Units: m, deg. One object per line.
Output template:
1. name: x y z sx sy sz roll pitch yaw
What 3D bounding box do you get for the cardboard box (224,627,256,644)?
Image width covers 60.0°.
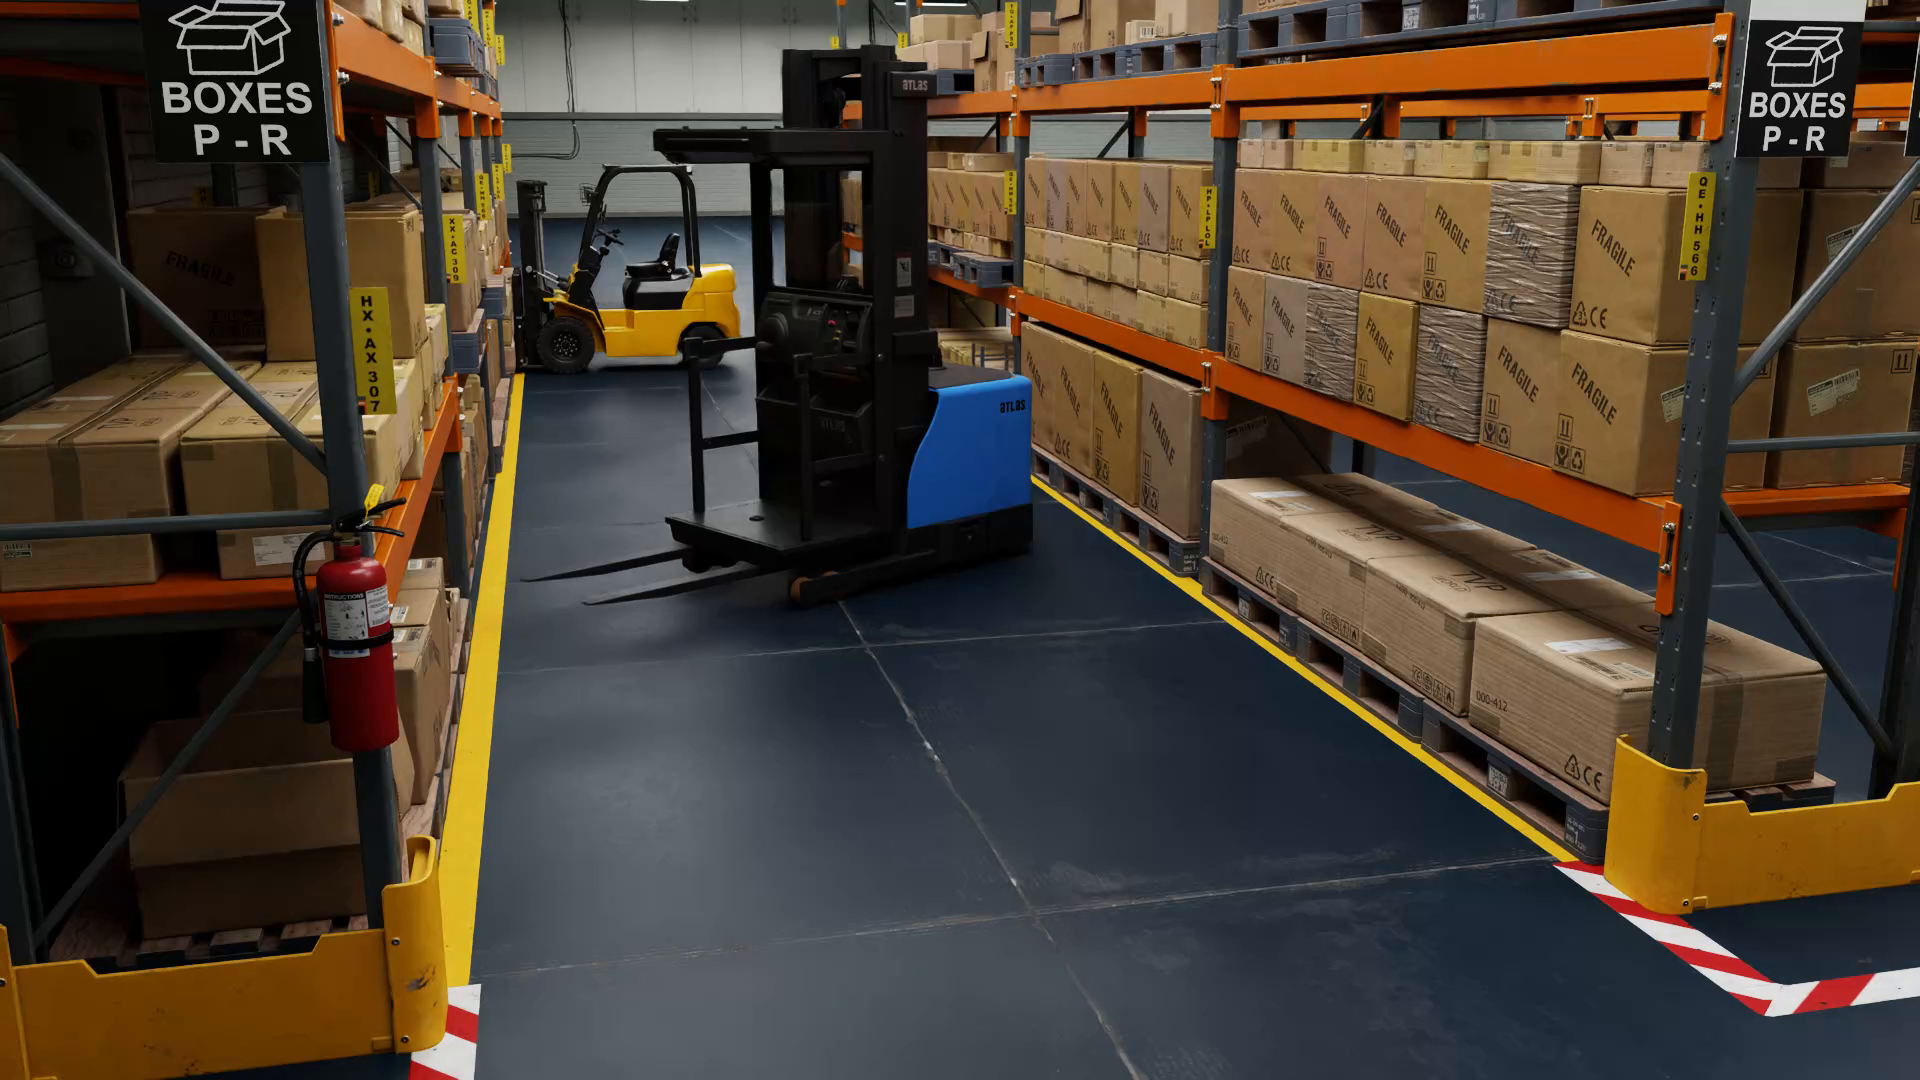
1. cardboard box: -3.046 0.314 7.601 0.500 0.311 0.500 -3 14 -11

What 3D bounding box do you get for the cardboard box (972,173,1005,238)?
1. cardboard box: 0.404 -2.759 13.677 0.500 0.500 0.500 -4 14 -14

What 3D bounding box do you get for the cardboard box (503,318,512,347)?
1. cardboard box: -4.664 -2.039 16.308 0.500 0.250 0.500 -3 14 -13

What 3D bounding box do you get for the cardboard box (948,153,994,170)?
1. cardboard box: 0.095 -3.416 14.998 0.380 0.149 0.250 -2 14 -10

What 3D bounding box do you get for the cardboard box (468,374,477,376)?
1. cardboard box: -3.549 -1.081 11.548 0.380 0.149 0.250 -4 14 -16

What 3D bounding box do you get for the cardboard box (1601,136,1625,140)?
1. cardboard box: 8.642 -4.973 21.516 0.500 0.500 0.500 -3 14 -13

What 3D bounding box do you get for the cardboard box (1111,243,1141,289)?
1. cardboard box: 1.260 -1.723 10.423 0.500 0.250 0.500 -3 14 -12

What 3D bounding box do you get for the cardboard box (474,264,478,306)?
1. cardboard box: -2.925 -1.434 9.375 0.396 0.266 0.258 -3 14 -10

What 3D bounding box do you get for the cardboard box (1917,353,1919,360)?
1. cardboard box: 6.596 -1.192 11.788 0.500 0.250 0.500 -3 14 -12

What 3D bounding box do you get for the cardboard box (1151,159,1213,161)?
1. cardboard box: 1.527 -2.350 11.410 0.500 0.500 0.500 -3 14 -13

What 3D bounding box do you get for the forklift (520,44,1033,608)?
1. forklift: -0.969 -1.196 9.149 3.031 2.935 1.130 -13 19 -42

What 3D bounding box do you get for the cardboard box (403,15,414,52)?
1. cardboard box: -2.491 -2.103 6.924 0.380 0.149 0.250 -3 14 -11

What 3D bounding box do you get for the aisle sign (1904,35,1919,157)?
1. aisle sign: 3.091 -1.571 5.058 0.394 0.787 0.004 -3 14 -13

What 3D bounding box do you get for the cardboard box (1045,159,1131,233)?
1. cardboard box: 0.917 -2.447 11.804 0.500 0.500 0.500 -3 14 -13

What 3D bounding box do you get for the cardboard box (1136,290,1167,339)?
1. cardboard box: 1.383 -1.365 10.010 0.500 0.250 0.500 -3 14 -14

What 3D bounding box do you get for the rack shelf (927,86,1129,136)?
1. rack shelf: 0.443 -3.723 14.540 1.077 0.370 4.000 -3 14 -13

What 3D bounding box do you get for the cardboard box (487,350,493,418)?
1. cardboard box: -4.205 -1.222 13.226 0.875 0.625 0.625 -3 14 -11

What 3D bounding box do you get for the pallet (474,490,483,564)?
1. pallet: -3.489 -0.066 10.254 1.003 0.211 1.213 -3 14 -13

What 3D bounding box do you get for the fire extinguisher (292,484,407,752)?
1. fire extinguisher: -1.548 0.196 4.252 0.296 0.674 0.183 -3 14 -13

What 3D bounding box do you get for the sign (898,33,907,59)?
1. sign: -0.552 -4.753 16.151 0.100 0.325 0.005 -3 14 -13

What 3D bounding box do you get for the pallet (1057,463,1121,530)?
1. pallet: 1.308 -0.332 11.342 1.003 0.211 1.213 -3 14 -13

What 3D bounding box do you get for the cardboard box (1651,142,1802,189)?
1. cardboard box: 2.513 -1.229 5.454 0.380 0.149 0.250 -3 14 -12

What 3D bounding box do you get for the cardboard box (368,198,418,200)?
1. cardboard box: -4.728 -2.773 13.878 0.380 0.149 0.250 -3 14 -14

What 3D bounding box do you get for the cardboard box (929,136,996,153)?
1. cardboard box: 0.081 -3.869 16.998 0.700 0.500 0.500 -3 14 -14

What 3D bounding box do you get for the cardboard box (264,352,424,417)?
1. cardboard box: -2.259 -0.572 6.137 0.500 0.250 0.500 -4 14 -15

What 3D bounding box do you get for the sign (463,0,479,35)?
1. sign: -3.383 -3.614 11.491 0.100 0.325 0.005 -3 14 -13

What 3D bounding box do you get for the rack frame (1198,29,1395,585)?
1. rack frame: 1.852 -1.231 9.145 1.000 3.000 0.127 -3 14 -13

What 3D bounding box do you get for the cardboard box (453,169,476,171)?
1. cardboard box: -5.339 -3.983 18.207 0.380 0.149 0.250 -3 14 -13

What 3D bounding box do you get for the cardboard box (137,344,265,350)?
1. cardboard box: -2.874 -0.661 6.503 0.500 0.250 0.500 -3 14 -12

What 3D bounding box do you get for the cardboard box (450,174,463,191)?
1. cardboard box: -4.637 -3.397 15.808 0.380 0.149 0.250 -3 14 -12

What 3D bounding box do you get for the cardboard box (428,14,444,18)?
1. cardboard box: -2.837 -2.747 8.463 0.380 0.149 0.250 -3 14 -13

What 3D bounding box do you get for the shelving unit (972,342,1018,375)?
1. shelving unit: 0.217 -0.641 10.523 0.258 1.200 0.189 -4 14 -17

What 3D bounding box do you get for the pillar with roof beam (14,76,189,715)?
1. pillar with roof beam: 0.500 -3.897 7.416 9.100 9.000 0.400 -3 14 -13

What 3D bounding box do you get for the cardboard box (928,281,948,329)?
1. cardboard box: -0.426 -2.431 17.384 0.500 0.500 0.500 -3 14 -14

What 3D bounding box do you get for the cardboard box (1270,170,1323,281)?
1. cardboard box: 1.841 -1.525 8.031 0.500 0.500 0.500 -3 14 -14

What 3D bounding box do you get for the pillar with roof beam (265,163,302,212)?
1. pillar with roof beam: -0.909 -5.281 13.082 9.100 9.000 0.400 -3 14 -13

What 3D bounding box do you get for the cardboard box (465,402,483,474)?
1. cardboard box: -3.495 -0.664 11.208 0.500 0.500 0.500 -3 14 -14

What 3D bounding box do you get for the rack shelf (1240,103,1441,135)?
1. rack shelf: 4.292 -4.945 19.542 1.077 0.370 4.000 -3 14 -13

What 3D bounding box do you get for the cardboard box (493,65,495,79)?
1. cardboard box: -5.300 -5.135 18.239 0.380 0.149 0.250 -4 14 -15

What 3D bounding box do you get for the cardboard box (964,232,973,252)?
1. cardboard box: 0.242 -2.533 14.119 0.380 0.149 0.250 -3 14 -12

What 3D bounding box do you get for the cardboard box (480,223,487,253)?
1. cardboard box: -3.894 -2.278 12.693 0.500 0.250 0.500 -3 14 -11

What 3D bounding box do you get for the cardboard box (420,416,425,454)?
1. cardboard box: -2.179 -0.359 6.107 0.380 0.149 0.250 -3 14 -12

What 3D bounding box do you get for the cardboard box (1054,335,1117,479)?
1. cardboard box: 1.200 -0.956 11.610 0.875 0.875 0.875 -3 14 -13

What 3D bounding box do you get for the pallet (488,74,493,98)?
1. pallet: -5.359 -4.689 17.167 1.003 0.211 1.213 -3 14 -13

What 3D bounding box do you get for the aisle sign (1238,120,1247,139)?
1. aisle sign: 3.514 -5.561 21.391 0.394 0.787 0.004 -3 14 -13

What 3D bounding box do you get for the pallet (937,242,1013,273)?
1. pallet: 0.408 -2.515 14.805 1.003 0.211 1.213 -3 14 -13

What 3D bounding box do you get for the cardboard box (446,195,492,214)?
1. cardboard box: -4.279 -2.925 14.502 0.380 0.149 0.250 -4 14 -15

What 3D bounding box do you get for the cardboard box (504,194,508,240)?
1. cardboard box: -5.419 -3.671 18.924 0.500 0.500 0.500 -4 14 -14

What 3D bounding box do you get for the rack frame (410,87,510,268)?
1. rack frame: -5.790 -3.722 19.340 1.000 3.000 0.127 -3 14 -13

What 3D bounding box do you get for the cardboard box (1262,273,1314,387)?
1. cardboard box: 1.822 -1.040 8.154 0.500 0.500 0.500 -3 14 -13

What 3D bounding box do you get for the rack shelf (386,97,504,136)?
1. rack shelf: -5.320 -4.368 17.181 1.077 0.370 4.000 -3 14 -13

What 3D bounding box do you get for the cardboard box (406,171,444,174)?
1. cardboard box: -5.518 -3.721 17.135 0.380 0.149 0.250 -3 14 -12

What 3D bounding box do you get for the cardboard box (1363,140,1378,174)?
1. cardboard box: 2.023 -1.701 7.386 0.380 0.149 0.250 -3 14 -13

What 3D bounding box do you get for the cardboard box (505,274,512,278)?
1. cardboard box: -5.125 -2.754 18.180 0.500 0.250 0.500 -3 14 -12

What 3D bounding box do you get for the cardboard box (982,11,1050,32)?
1. cardboard box: 0.495 -4.547 14.775 0.500 0.250 0.500 -3 14 -12

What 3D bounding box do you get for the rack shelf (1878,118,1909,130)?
1. rack shelf: 13.951 -5.474 21.708 1.077 0.370 4.000 -3 14 -13

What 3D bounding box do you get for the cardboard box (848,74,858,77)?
1. cardboard box: -0.998 -5.280 19.089 0.500 0.250 0.500 -3 14 -14
